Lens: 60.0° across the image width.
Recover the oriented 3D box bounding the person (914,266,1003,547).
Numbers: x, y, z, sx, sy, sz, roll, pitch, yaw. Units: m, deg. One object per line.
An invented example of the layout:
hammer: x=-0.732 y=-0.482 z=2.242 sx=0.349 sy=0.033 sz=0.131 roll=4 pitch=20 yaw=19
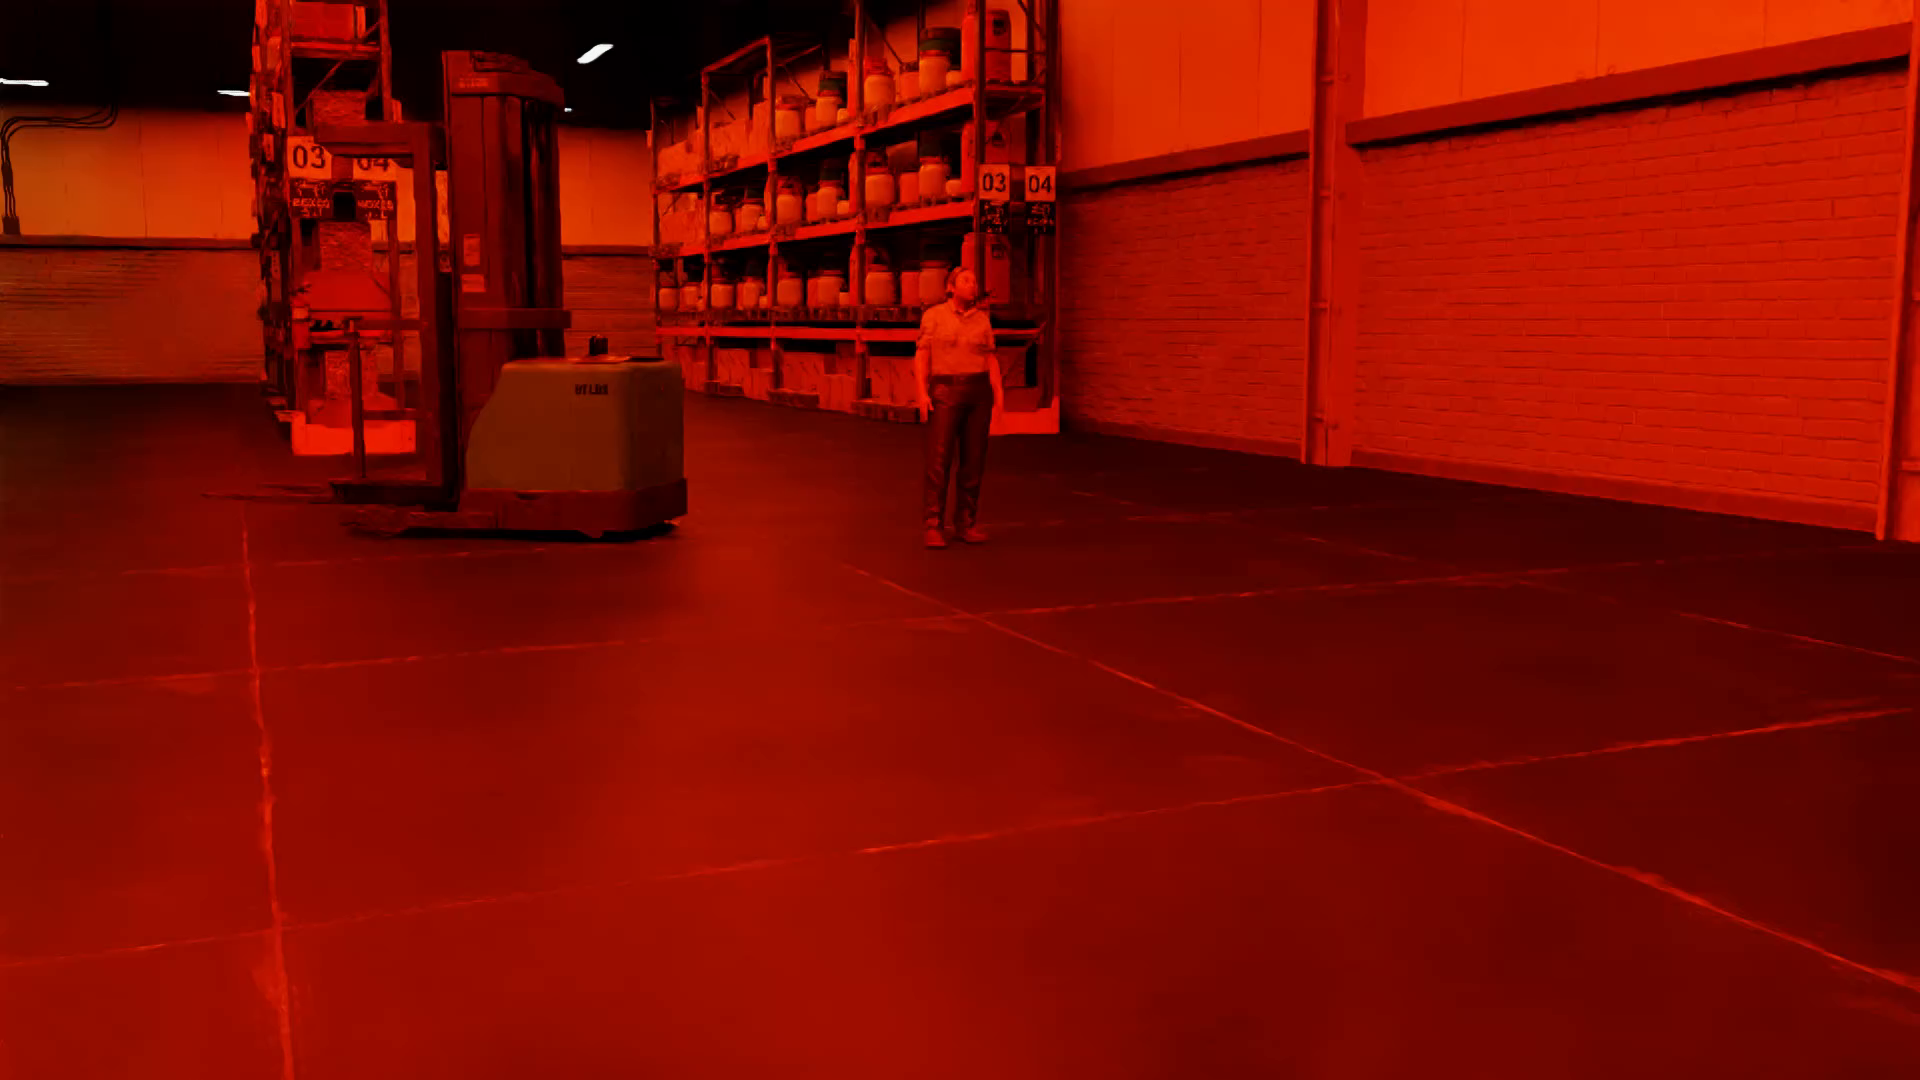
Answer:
person: x=0.015 y=-0.812 z=9.955 sx=0.599 sy=1.650 sz=0.502 roll=-3 pitch=8 yaw=-23

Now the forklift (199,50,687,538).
forklift: x=-3.357 y=-1.535 z=10.582 sx=3.031 sy=2.935 sz=1.130 roll=1 pitch=8 yaw=11
